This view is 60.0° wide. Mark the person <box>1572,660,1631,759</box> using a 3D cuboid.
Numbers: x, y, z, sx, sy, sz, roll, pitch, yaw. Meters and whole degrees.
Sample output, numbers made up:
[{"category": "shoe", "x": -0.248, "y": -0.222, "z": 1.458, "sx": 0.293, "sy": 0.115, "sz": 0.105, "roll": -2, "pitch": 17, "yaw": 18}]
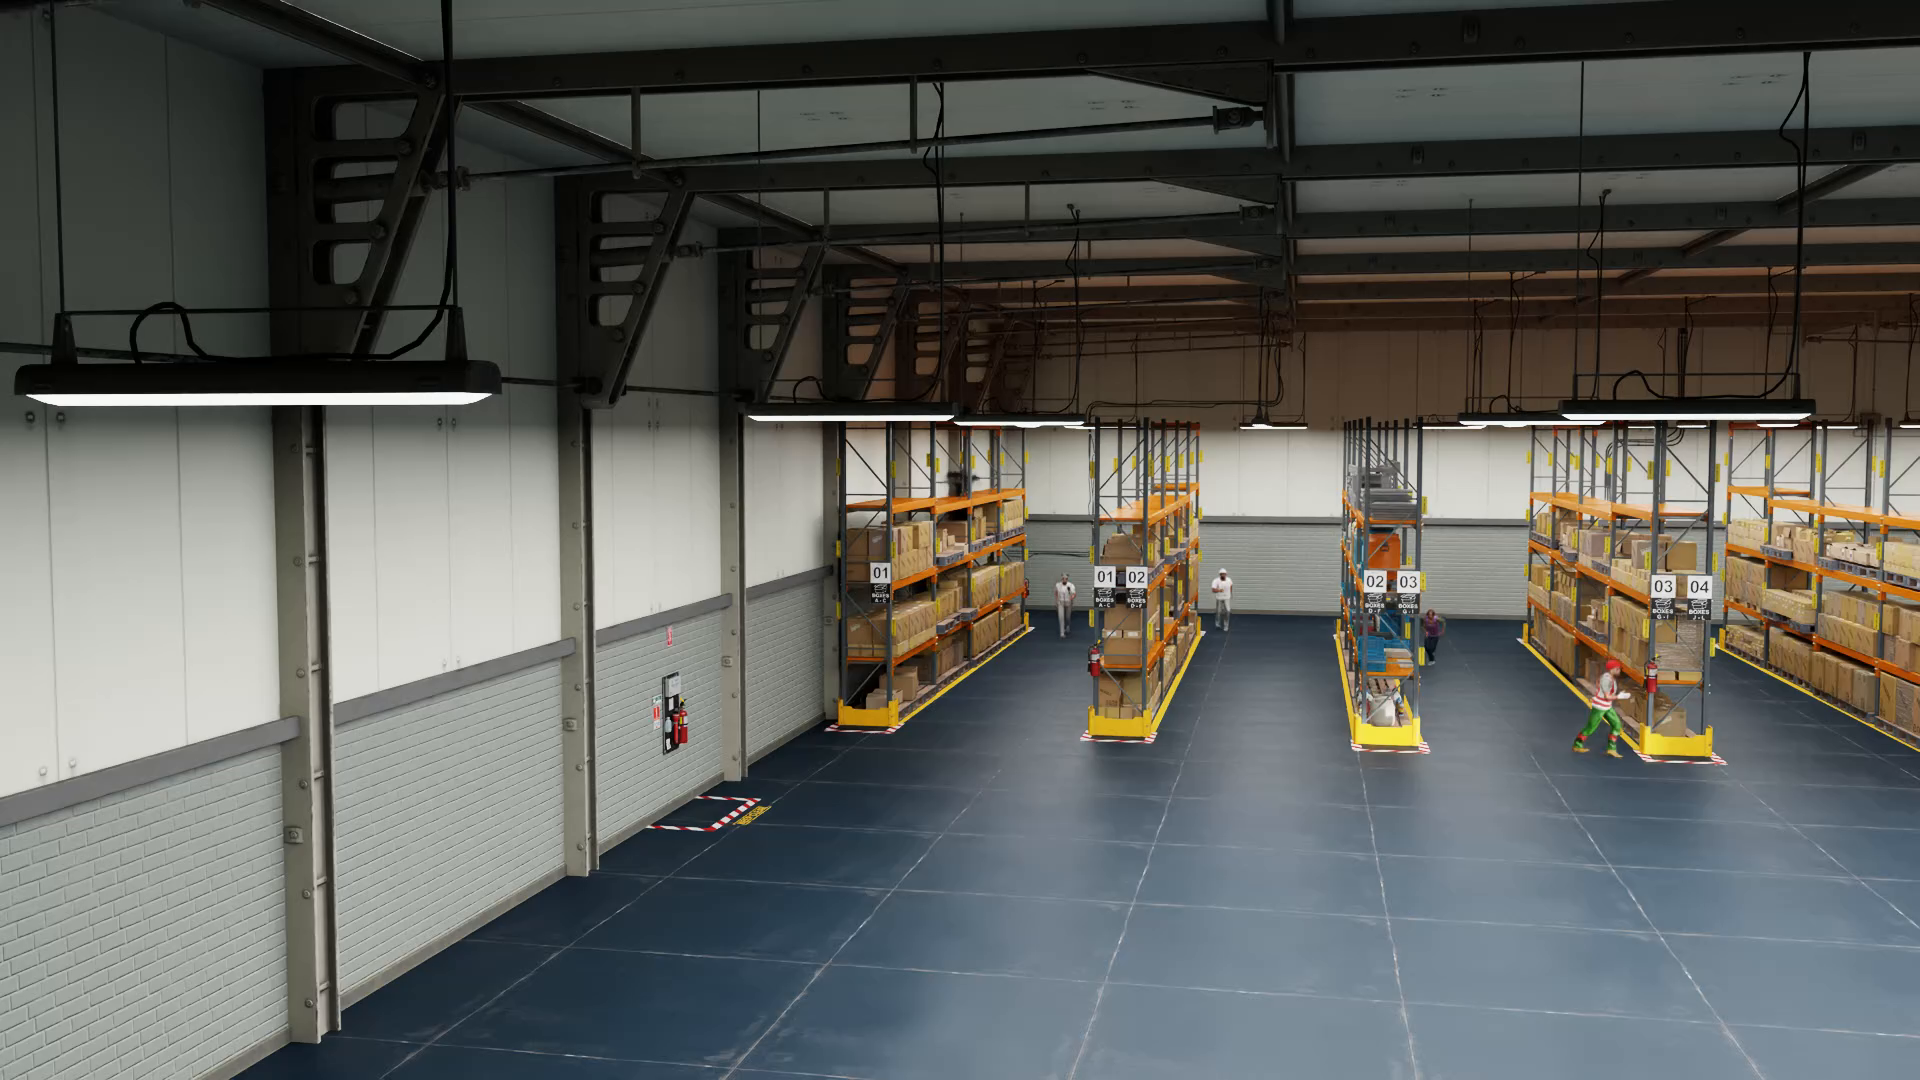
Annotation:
[{"category": "person", "x": 11.288, "y": 2.958, "z": 29.199, "sx": 0.991, "sy": 1.751, "sz": 0.696, "roll": 3, "pitch": 5, "yaw": 39}]

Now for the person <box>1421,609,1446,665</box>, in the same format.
[{"category": "person", "x": 11.596, "y": 2.381, "z": 40.720, "sx": 0.567, "sy": 1.420, "sz": 0.757, "roll": 1, "pitch": 4, "yaw": 20}]

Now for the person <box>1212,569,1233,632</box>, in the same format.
[{"category": "person", "x": 7.576, "y": 1.731, "z": 47.968, "sx": 0.683, "sy": 1.824, "sz": 0.847, "roll": 0, "pitch": 4, "yaw": -6}]

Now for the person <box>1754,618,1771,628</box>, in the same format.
[{"category": "person", "x": 21.679, "y": 2.028, "z": 44.692, "sx": 0.776, "sy": 1.658, "sz": 0.632, "roll": 2, "pitch": 4, "yaw": 30}]

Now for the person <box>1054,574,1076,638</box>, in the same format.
[{"category": "person", "x": 2.959, "y": 1.809, "z": 46.811, "sx": 0.613, "sy": 1.775, "sz": 0.969, "roll": 0, "pitch": 4, "yaw": 2}]
